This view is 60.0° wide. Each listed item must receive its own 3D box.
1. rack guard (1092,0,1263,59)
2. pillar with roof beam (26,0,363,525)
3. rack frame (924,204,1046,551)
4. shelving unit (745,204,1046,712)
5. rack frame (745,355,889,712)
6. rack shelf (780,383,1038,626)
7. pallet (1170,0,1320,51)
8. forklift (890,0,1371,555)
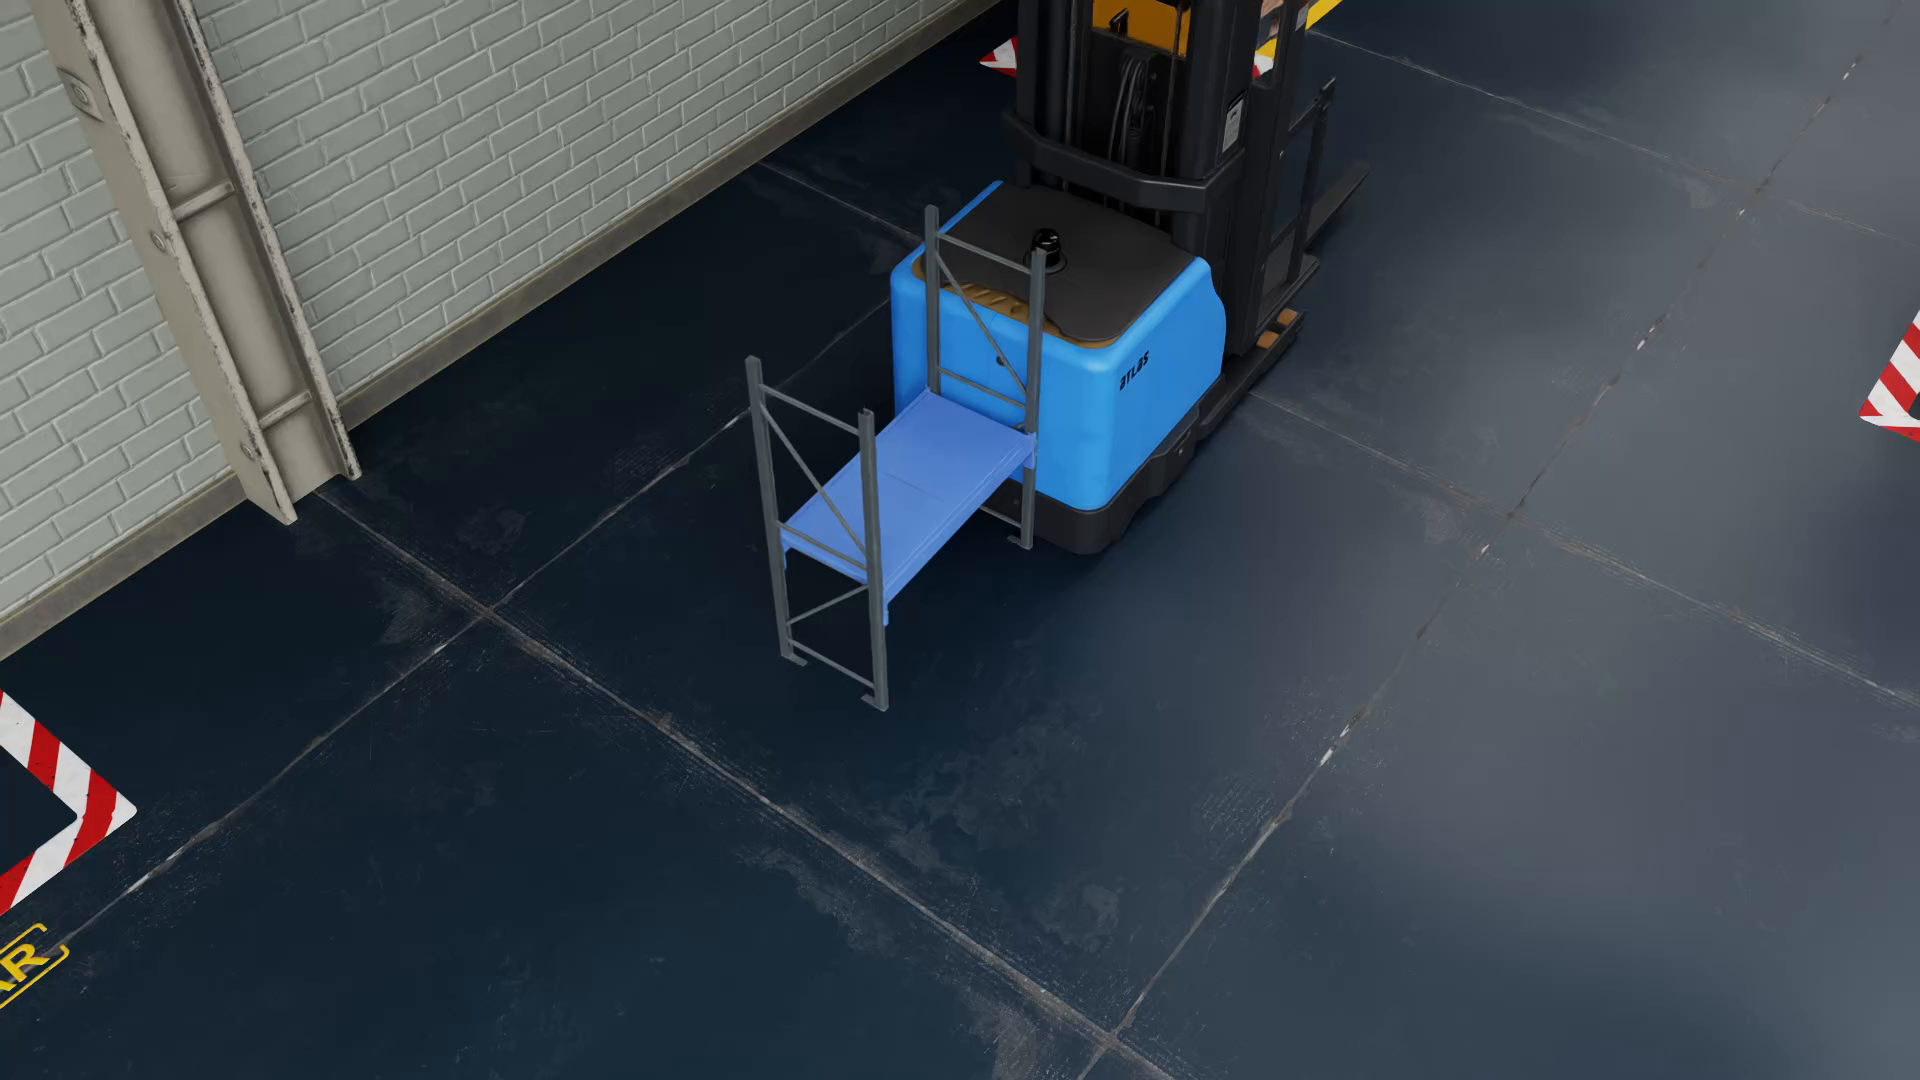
[{"bbox_3d":[1.150,-3.107,9.537,1.175,0.500,0.348,29,53,25],"label":"rack guard"},{"bbox_3d":[0.585,-1.446,2.073,9.100,9.000,0.400,29,53,25],"label":"pillar with roof beam"},{"bbox_3d":[0.086,-0.584,6.435,0.500,1.500,0.032,26,52,23],"label":"rack frame"},{"bbox_3d":[-0.199,-0.280,6.145,0.538,1.500,1.048,26,52,23],"label":"shelving unit"},{"bbox_3d":[-0.485,0.024,5.854,0.500,1.500,0.032,26,52,23],"label":"rack frame"},{"bbox_3d":[-0.199,-0.156,6.275,0.538,0.185,1.000,26,52,23],"label":"rack shelf"},{"bbox_3d":[1.675,-3.457,10.071,1.003,0.211,1.213,29,53,25],"label":"pallet"},{"bbox_3d":[0.954,-1.991,6.789,1.130,2.935,3.031,26,52,23],"label":"forklift"}]
